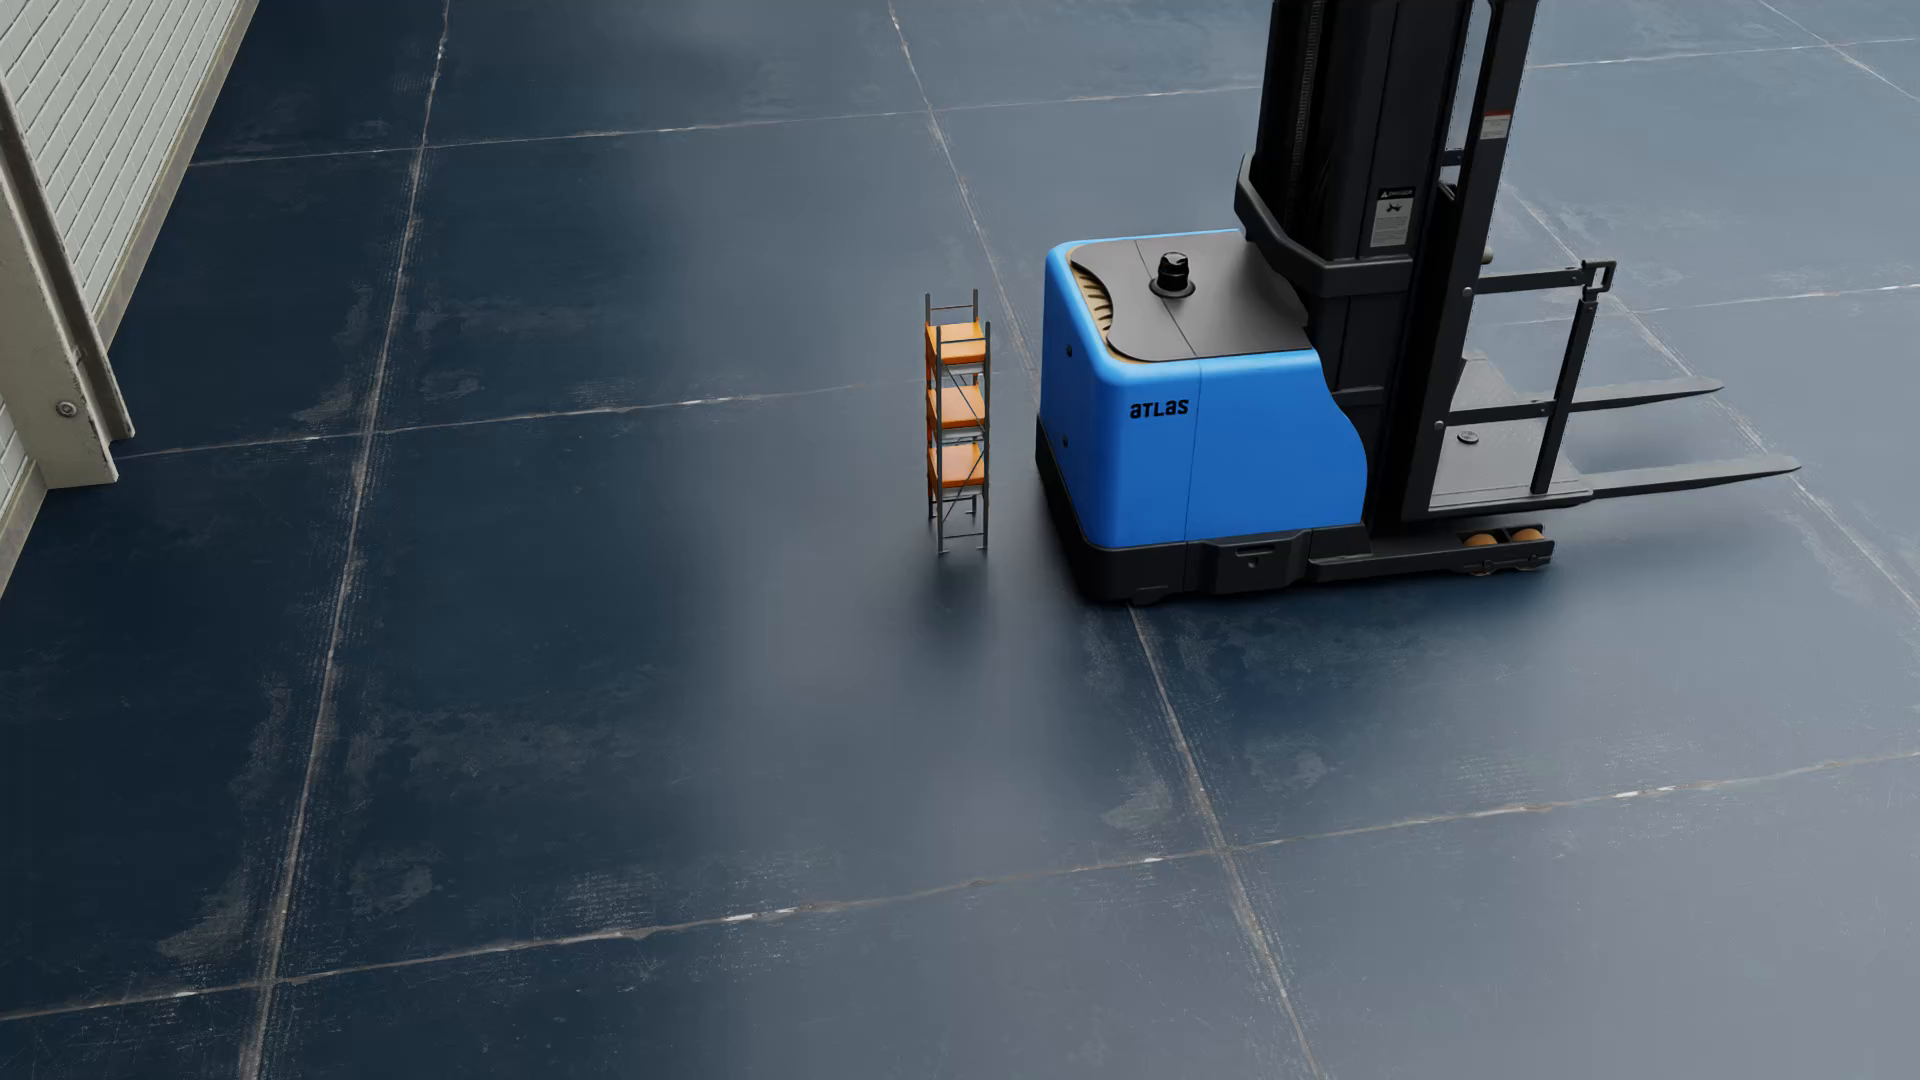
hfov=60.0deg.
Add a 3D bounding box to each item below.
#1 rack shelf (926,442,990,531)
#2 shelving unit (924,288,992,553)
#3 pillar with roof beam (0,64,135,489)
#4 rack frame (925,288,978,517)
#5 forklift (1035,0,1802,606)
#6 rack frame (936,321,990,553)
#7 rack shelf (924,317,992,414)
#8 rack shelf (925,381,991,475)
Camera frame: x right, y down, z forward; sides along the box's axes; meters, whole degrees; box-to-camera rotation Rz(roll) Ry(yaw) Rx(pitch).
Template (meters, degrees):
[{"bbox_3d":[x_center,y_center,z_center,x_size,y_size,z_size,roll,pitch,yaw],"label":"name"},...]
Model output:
[{"bbox_3d":[-0.009,-0.219,6.647,0.215,0.259,0.240,-6,38,-8],"label":"rack shelf"},{"bbox_3d":[-0.009,-0.447,6.470,0.215,1.050,0.252,-6,38,-8],"label":"shelving unit"},{"bbox_3d":[0.465,-4.365,5.034,9.100,9.000,0.400,-6,38,-8],"label":"pillar with roof beam"},{"bbox_3d":[-0.031,-0.521,6.564,0.200,1.050,0.008,-6,38,-8],"label":"rack frame"},{"bbox_3d":[1.885,-1.331,6.074,3.031,2.935,1.130,-6,38,-7],"label":"forklift"},{"bbox_3d":[0.012,-0.373,6.375,0.200,1.050,0.008,-6,38,-8],"label":"rack frame"},{"bbox_3d":[-0.009,-0.663,6.302,0.215,0.259,0.240,-6,38,-8],"label":"rack shelf"},{"bbox_3d":[-0.009,-0.439,6.476,0.215,0.259,0.240,-6,38,-8],"label":"rack shelf"}]
